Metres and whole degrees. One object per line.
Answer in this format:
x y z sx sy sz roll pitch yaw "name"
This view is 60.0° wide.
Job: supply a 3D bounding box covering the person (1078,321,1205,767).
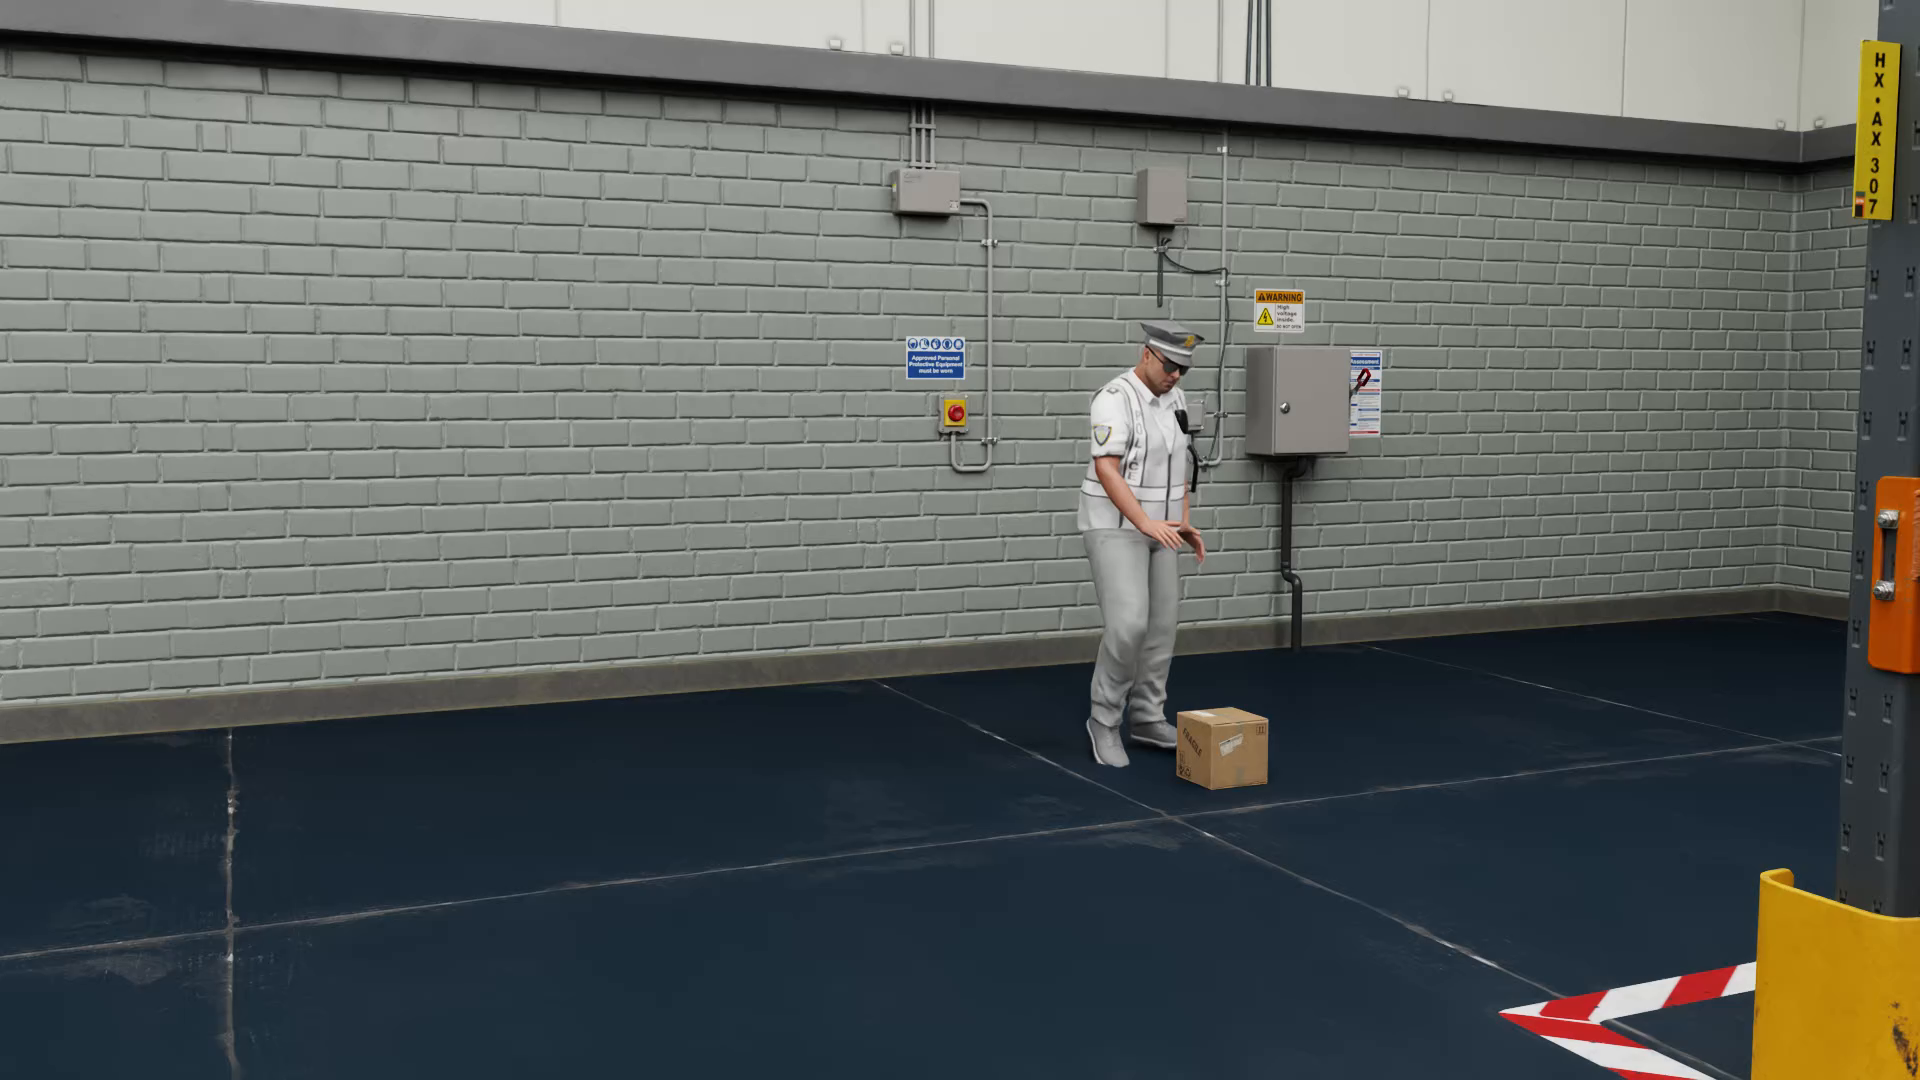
0.761 0.023 6.694 0.551 1.794 0.597 -5 7 -43 "person"
